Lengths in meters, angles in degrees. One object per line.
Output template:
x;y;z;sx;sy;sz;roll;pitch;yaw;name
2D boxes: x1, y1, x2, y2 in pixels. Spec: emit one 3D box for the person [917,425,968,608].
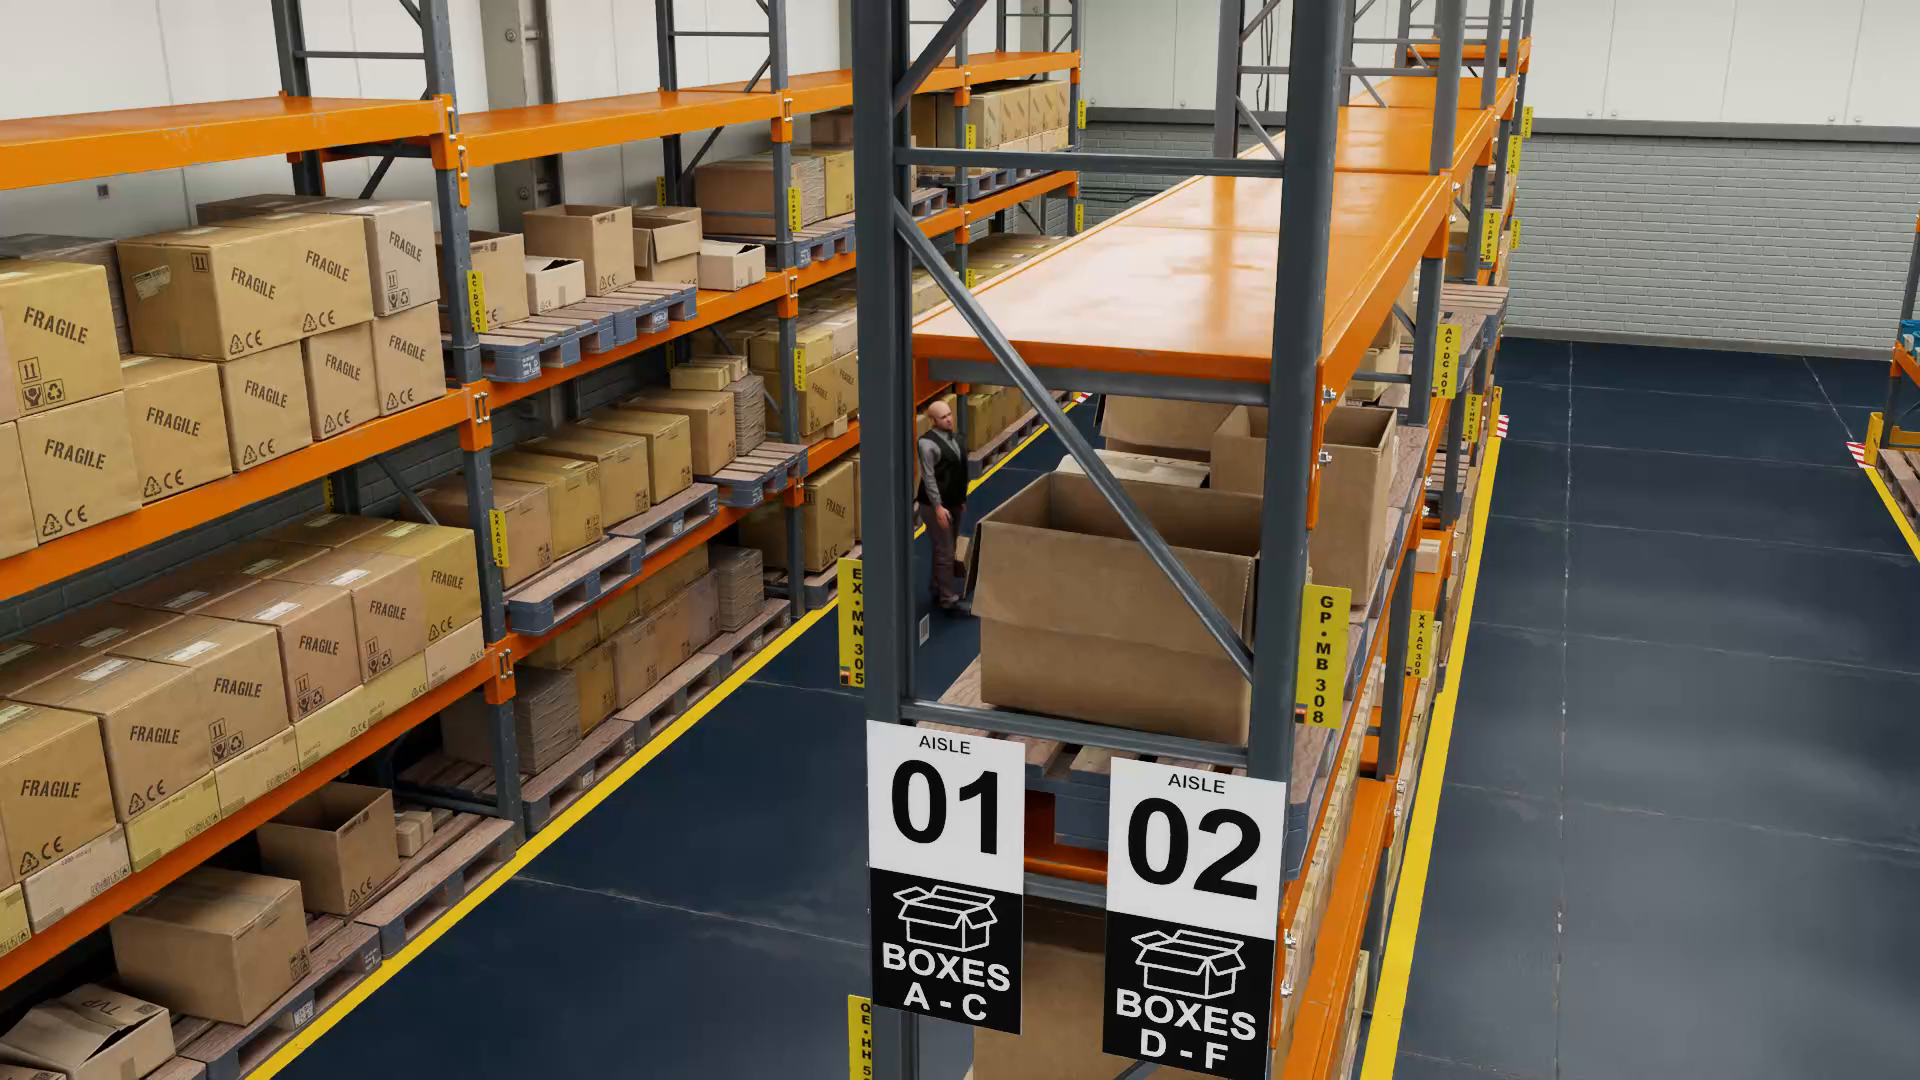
-0.113;-0.210;13.370;0.385;1.470;0.564;9;21;25;person
